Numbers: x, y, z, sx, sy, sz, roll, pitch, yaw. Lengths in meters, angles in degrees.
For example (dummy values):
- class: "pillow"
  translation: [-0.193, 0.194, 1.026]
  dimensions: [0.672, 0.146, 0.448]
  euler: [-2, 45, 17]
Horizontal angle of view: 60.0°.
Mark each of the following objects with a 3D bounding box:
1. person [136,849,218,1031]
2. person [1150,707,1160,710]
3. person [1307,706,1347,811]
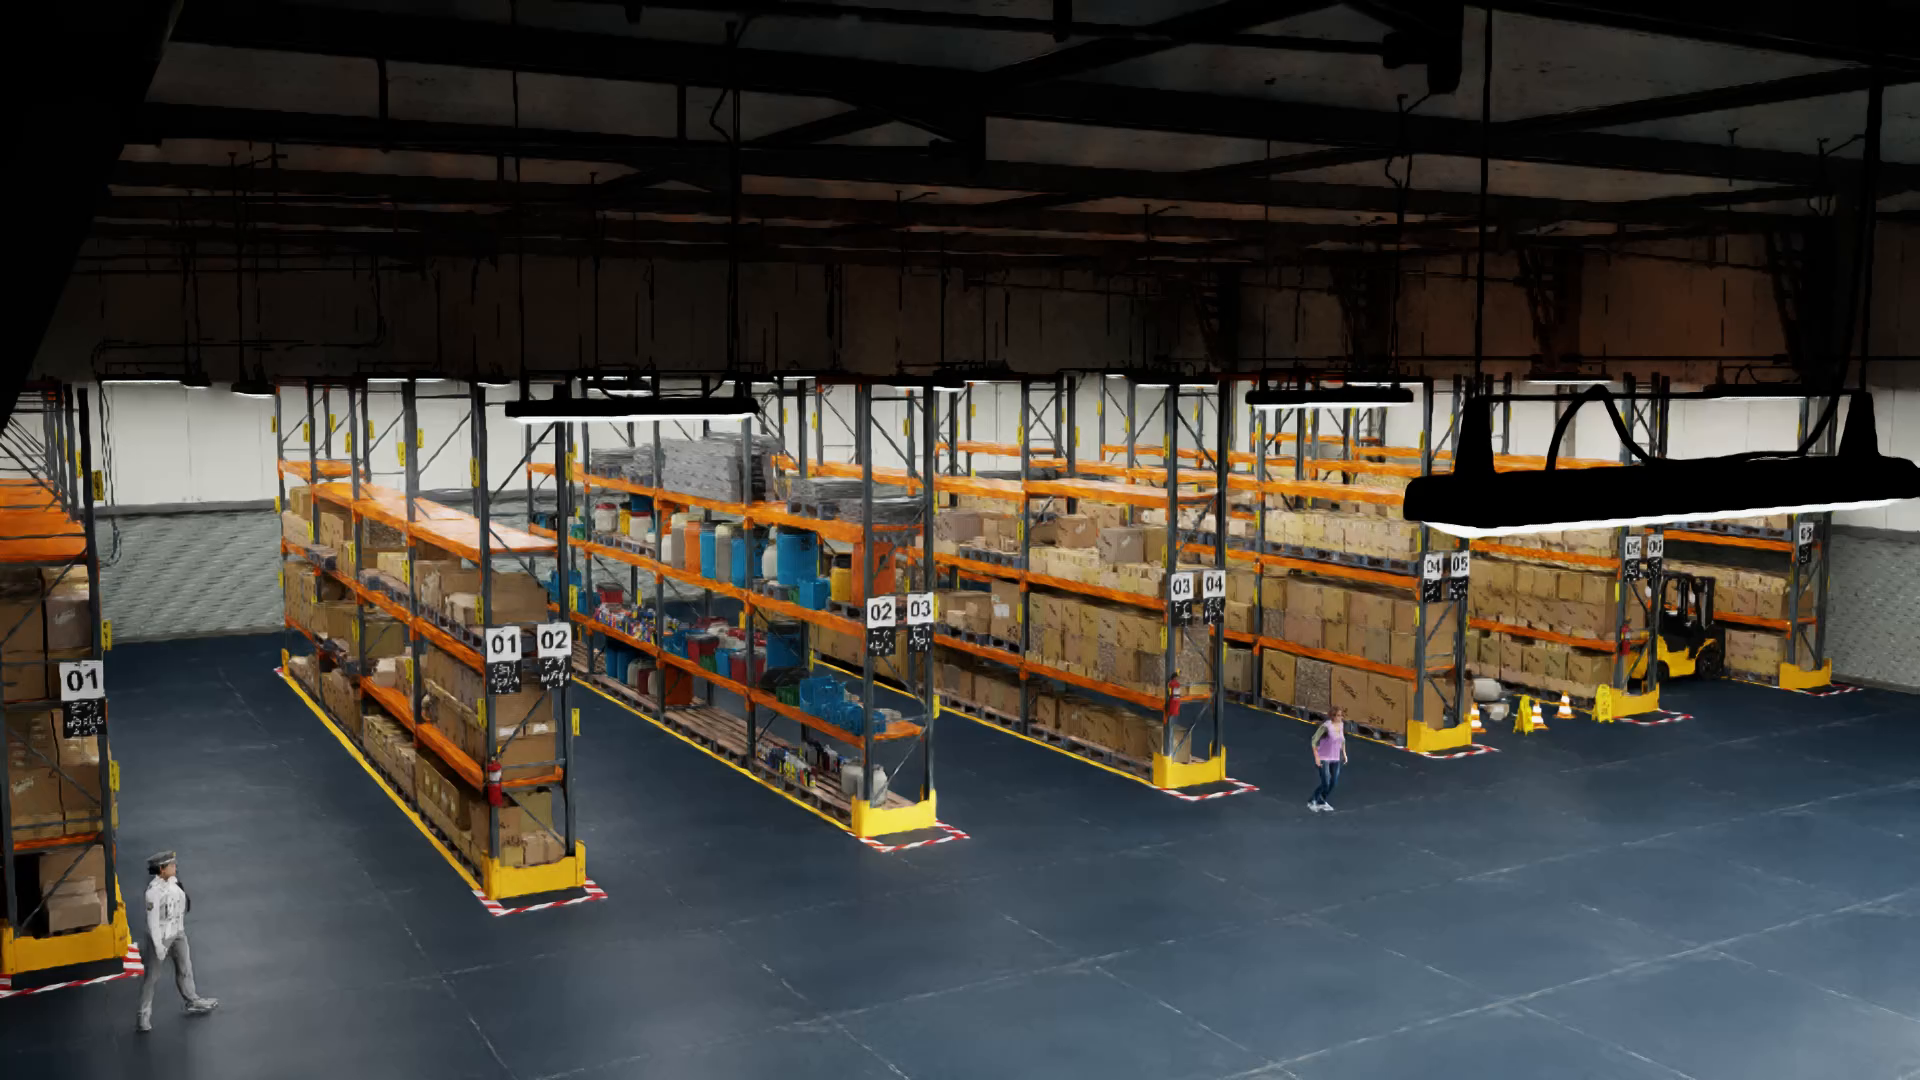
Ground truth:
- class: "person"
  translation: [-7.540, 3.758, 15.859]
  dimensions: [0.551, 1.670, 0.682]
  euler: [1, 6, 7]
- class: "person"
  translation: [3.505, 2.222, 30.058]
  dimensions: [0.443, 1.621, 0.993]
  euler: [-2, 7, -21]
- class: "person"
  translation: [5.104, 3.043, 23.156]
  dimensions: [0.551, 1.541, 0.519]
  euler: [-4, 7, -32]
